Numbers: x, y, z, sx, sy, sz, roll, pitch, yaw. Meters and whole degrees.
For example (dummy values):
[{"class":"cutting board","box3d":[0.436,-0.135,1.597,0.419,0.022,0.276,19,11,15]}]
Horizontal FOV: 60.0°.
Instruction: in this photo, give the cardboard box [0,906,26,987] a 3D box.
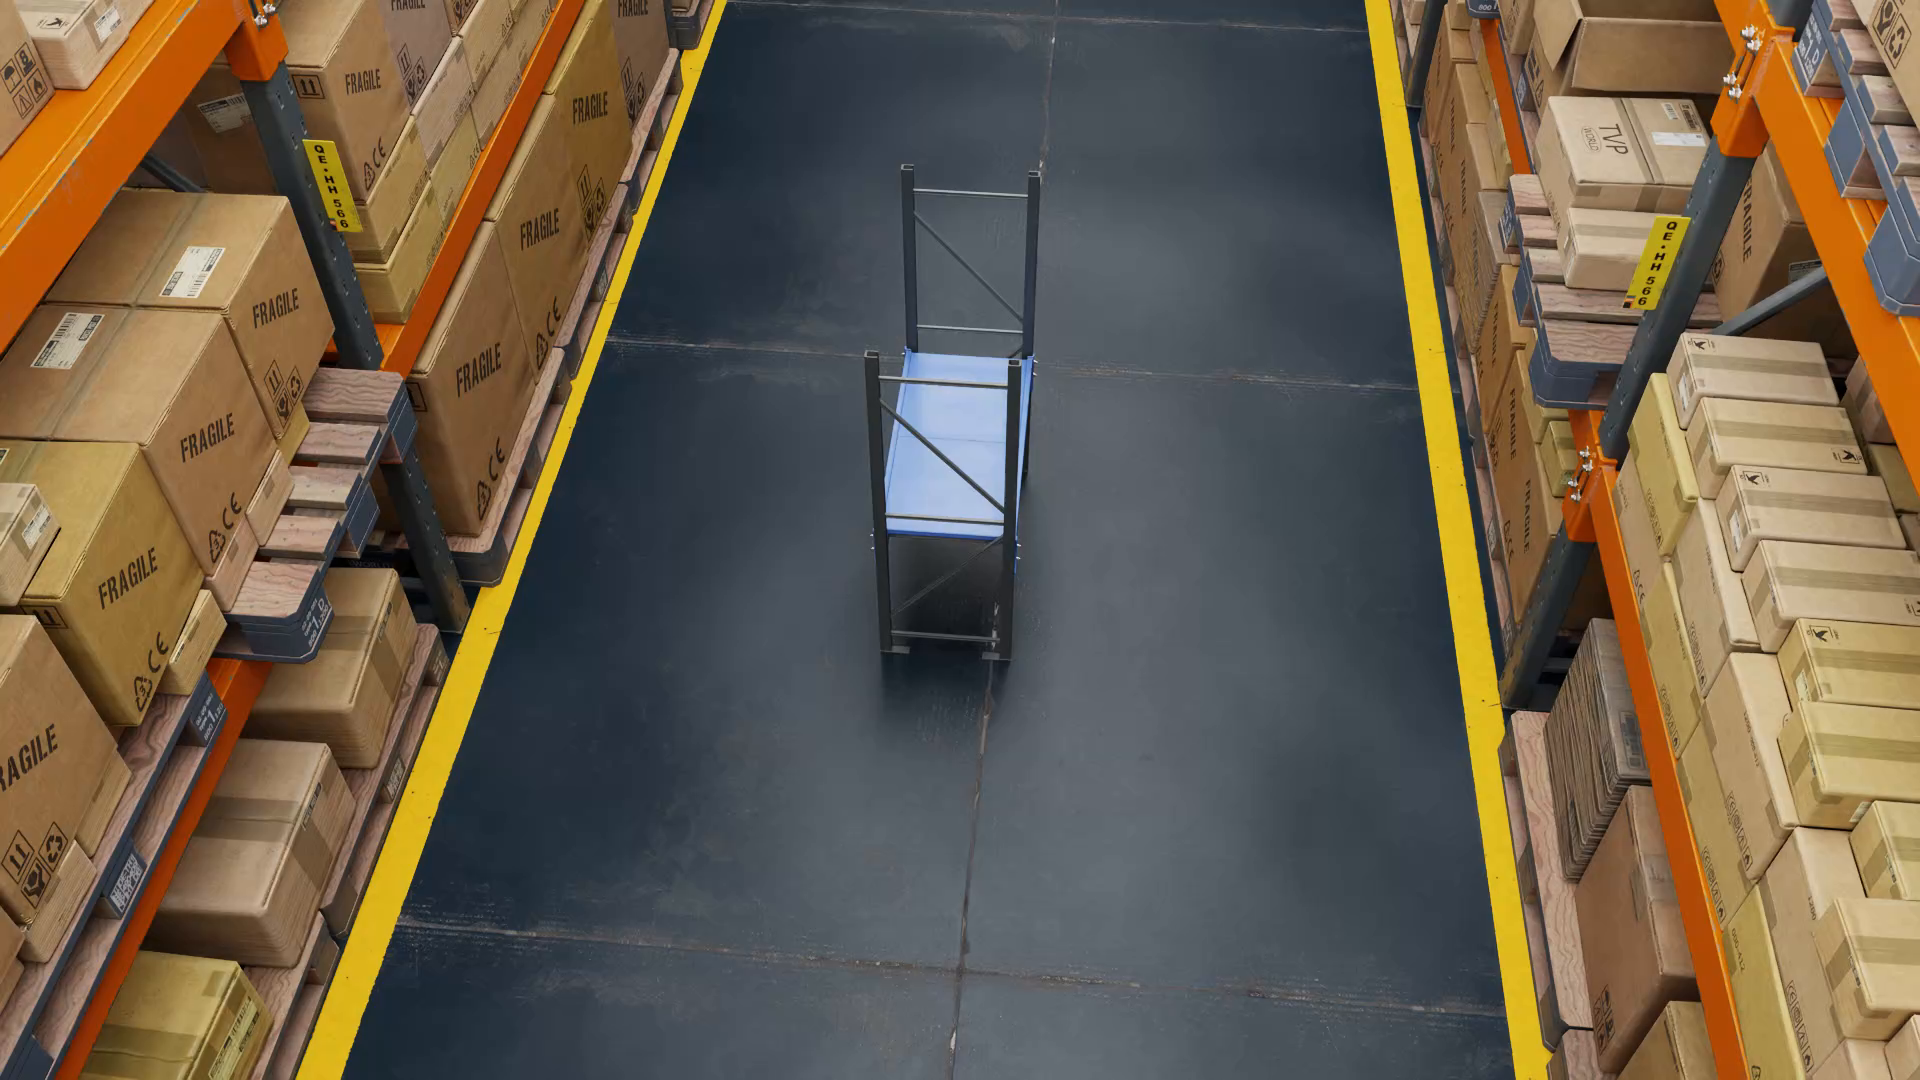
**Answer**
[{"class":"cardboard box","box3d":[-2.353,0.886,3.379,0.500,0.500,0.500,4,48,3]}]

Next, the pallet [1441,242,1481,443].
[{"class":"pallet","box3d":[2.743,-0.890,7.447,1.003,0.211,1.213,4,48,4]}]

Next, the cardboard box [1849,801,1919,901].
[{"class":"cardboard box","box3d":[2.166,0.718,3.580,0.380,0.149,0.250,4,48,4]}]

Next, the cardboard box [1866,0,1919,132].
[{"class":"cardboard box","box3d":[2.215,-1.097,3.293,0.500,0.500,0.500,4,48,4]}]

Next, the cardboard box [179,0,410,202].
[{"class":"cardboard box","box3d":[-2.132,-1.439,5.314,0.500,0.500,0.500,2,48,2]}]

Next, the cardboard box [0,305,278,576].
[{"class":"cardboard box","box3d":[-2.221,-0.265,4.431,0.500,0.500,0.500,3,48,3]}]

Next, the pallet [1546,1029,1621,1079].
[{"class":"pallet","box3d":[2.296,2.047,4.761,1.003,0.211,1.213,4,48,4]}]

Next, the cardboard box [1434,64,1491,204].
[{"class":"cardboard box","box3d":[2.581,-1.896,7.887,0.500,0.500,0.500,3,48,3]}]

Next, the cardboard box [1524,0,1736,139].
[{"class":"cardboard box","box3d":[2.488,-1.779,6.016,0.797,0.503,0.637,3,48,3]}]

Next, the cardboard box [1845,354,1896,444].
[{"class":"cardboard box","box3d":[2.695,-0.391,4.593,0.380,0.149,0.250,5,48,5]}]

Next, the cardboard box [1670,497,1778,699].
[{"class":"cardboard box","box3d":[2.193,0.168,4.352,0.500,0.250,0.500,5,48,5]}]

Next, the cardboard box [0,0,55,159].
[{"class":"cardboard box","box3d":[-2.516,-1.072,3.623,0.700,0.500,0.500,4,48,4]}]

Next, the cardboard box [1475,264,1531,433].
[{"class":"cardboard box","box3d":[2.449,-0.766,6.853,0.500,0.500,0.500,6,48,5]}]

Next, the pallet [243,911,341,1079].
[{"class":"pallet","box3d":[-2.607,1.687,5.090,1.003,0.211,1.213,4,48,4]}]

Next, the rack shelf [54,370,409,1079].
[{"class":"rack shelf","box3d":[-2.602,0.990,4.325,1.077,0.370,4.000,4,48,4]}]

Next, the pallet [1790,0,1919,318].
[{"class":"pallet","box3d":[2.550,-0.835,3.602,1.213,0.211,1.003,6,48,5]}]

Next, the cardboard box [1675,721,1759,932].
[{"class":"cardboard box","box3d":[2.149,0.718,4.188,0.500,0.250,0.500,2,48,2]}]

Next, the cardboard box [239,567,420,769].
[{"class":"cardboard box","box3d":[-2.482,0.438,5.839,0.950,0.372,0.625,1,48,1]}]

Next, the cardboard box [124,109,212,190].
[{"class":"cardboard box","box3d":[-2.634,-1.491,5.361,0.500,0.500,0.500,3,48,2]}]

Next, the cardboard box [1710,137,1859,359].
[{"class":"cardboard box","box3d":[2.726,-0.934,5.245,0.500,0.500,0.500,6,48,5]}]

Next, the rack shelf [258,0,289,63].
[{"class":"rack shelf","box3d":[-2.238,-2.961,5.906,1.077,0.370,4.000,4,48,4]}]

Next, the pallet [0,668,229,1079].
[{"class":"pallet","box3d":[-2.560,0.800,4.141,1.003,0.211,1.213,4,48,4]}]

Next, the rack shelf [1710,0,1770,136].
[{"class":"rack shelf","box3d":[2.706,-2.630,5.604,1.077,0.370,4.000,4,48,4]}]

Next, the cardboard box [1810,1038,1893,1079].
[{"class":"cardboard box","box3d":[2.041,1.298,3.318,0.500,0.250,0.500,5,48,4]}]

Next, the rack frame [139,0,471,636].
[{"class":"rack frame","box3d":[-2.420,-0.722,5.404,1.000,3.000,0.127,4,48,4]}]

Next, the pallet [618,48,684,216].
[{"class":"pallet","box3d":[-2.051,-2.148,8.598,1.003,0.211,1.213,4,48,4]}]

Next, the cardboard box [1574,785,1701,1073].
[{"class":"cardboard box","box3d":[2.401,1.207,4.964,0.875,0.625,0.625,5,48,5]}]

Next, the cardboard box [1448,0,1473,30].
[{"class":"cardboard box","box3d":[2.590,-2.602,8.092,0.380,0.149,0.250,6,48,5]}]

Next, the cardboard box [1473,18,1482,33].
[{"class":"cardboard box","box3d":[2.614,-2.508,7.805,0.380,0.149,0.250,2,48,2]}]

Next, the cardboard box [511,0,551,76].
[{"class":"cardboard box","box3d":[-2.001,-2.141,6.803,0.500,0.250,0.500,4,48,4]}]

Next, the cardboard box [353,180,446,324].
[{"class":"cardboard box","box3d":[-2.125,-1.014,5.772,0.500,0.250,0.500,3,48,3]}]

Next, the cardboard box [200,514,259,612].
[{"class":"cardboard box","box3d":[-2.177,0.052,4.581,0.380,0.149,0.250,2,48,2]}]

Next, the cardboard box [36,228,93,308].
[{"class":"cardboard box","box3d":[-2.692,-0.683,4.814,0.500,0.500,0.500,3,48,2]}]

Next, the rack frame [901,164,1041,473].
[{"class":"rack frame","box3d":[0.039,-0.817,6.507,0.500,1.500,0.032,4,48,4]}]

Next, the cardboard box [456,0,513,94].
[{"class":"cardboard box","box3d":[-2.022,-1.941,6.281,0.500,0.250,0.500,4,48,3]}]

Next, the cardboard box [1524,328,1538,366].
[{"class":"cardboard box","box3d":[2.378,-0.681,6.336,0.380,0.149,0.250,2,48,2]}]

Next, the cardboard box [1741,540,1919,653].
[{"class":"cardboard box","box3d":[2.169,0.151,4.098,0.380,0.149,0.250,4,48,4]}]

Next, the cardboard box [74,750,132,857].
[{"class":"cardboard box","box3d":[-2.278,0.622,4.060,0.380,0.149,0.250,2,48,2]}]

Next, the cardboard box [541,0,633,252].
[{"class":"cardboard box","box3d":[-2.107,-1.961,7.692,0.875,0.875,0.875,5,48,5]}]

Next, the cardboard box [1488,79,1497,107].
[{"class":"cardboard box","box3d":[2.618,-2.001,7.543,0.380,0.149,0.250,3,48,3]}]

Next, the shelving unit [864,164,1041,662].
[{"class":"shelving unit","box3d":[-0.008,-0.443,6.165,0.538,1.500,1.048,4,48,4]}]

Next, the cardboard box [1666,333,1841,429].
[{"class":"cardboard box","box3d":[2.201,-0.429,4.628,0.380,0.149,0.250,5,48,5]}]

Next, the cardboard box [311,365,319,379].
[{"class":"cardboard box","box3d":[-2.216,-0.522,5.106,0.380,0.149,0.250,5,48,5]}]
